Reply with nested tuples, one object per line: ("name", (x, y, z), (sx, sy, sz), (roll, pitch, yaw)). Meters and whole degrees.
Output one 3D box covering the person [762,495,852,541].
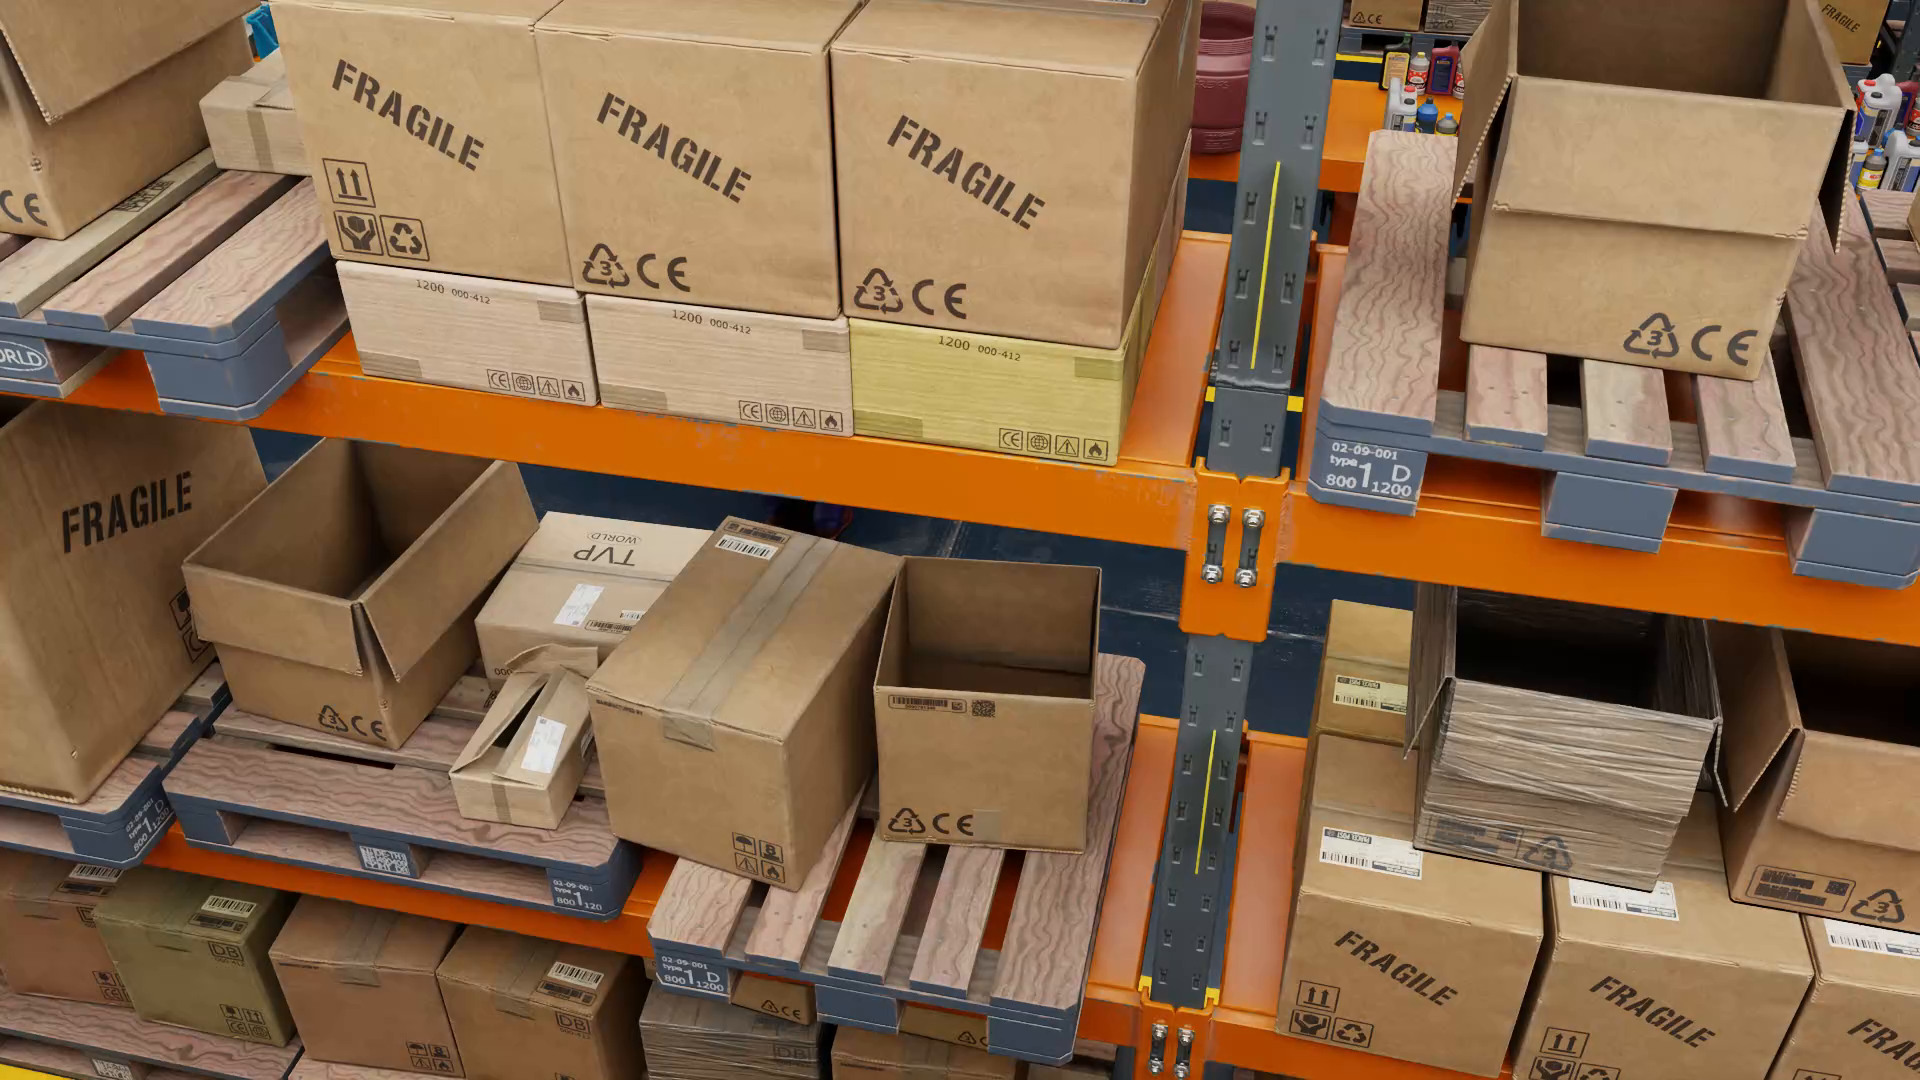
("person", (-0.683, -0.489, 7.506), (0.509, 0.831, 0.900), (6, 37, 8))
